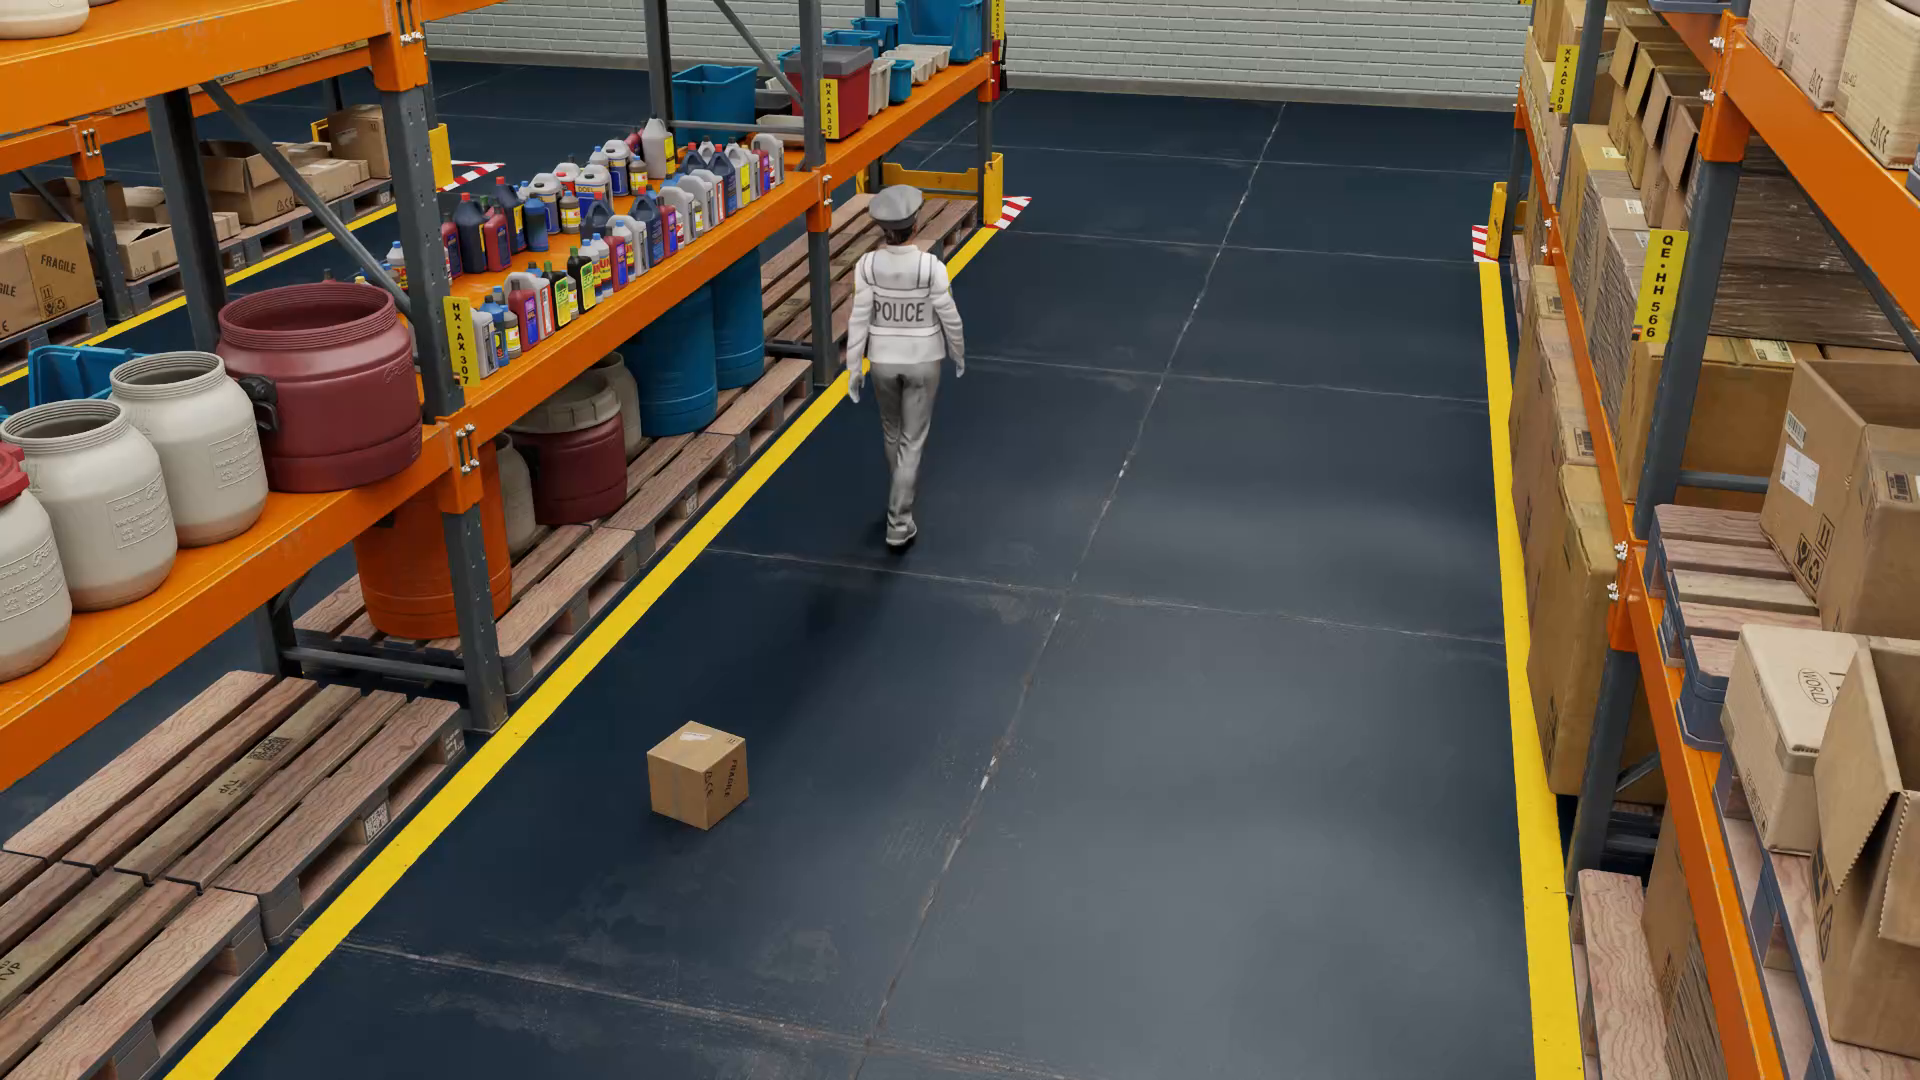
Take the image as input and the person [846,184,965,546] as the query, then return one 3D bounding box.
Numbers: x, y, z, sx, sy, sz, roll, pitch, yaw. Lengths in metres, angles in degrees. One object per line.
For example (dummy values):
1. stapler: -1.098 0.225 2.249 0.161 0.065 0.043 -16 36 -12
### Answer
1. person: -0.232 -0.853 7.862 0.525 1.686 0.830 6 26 13
